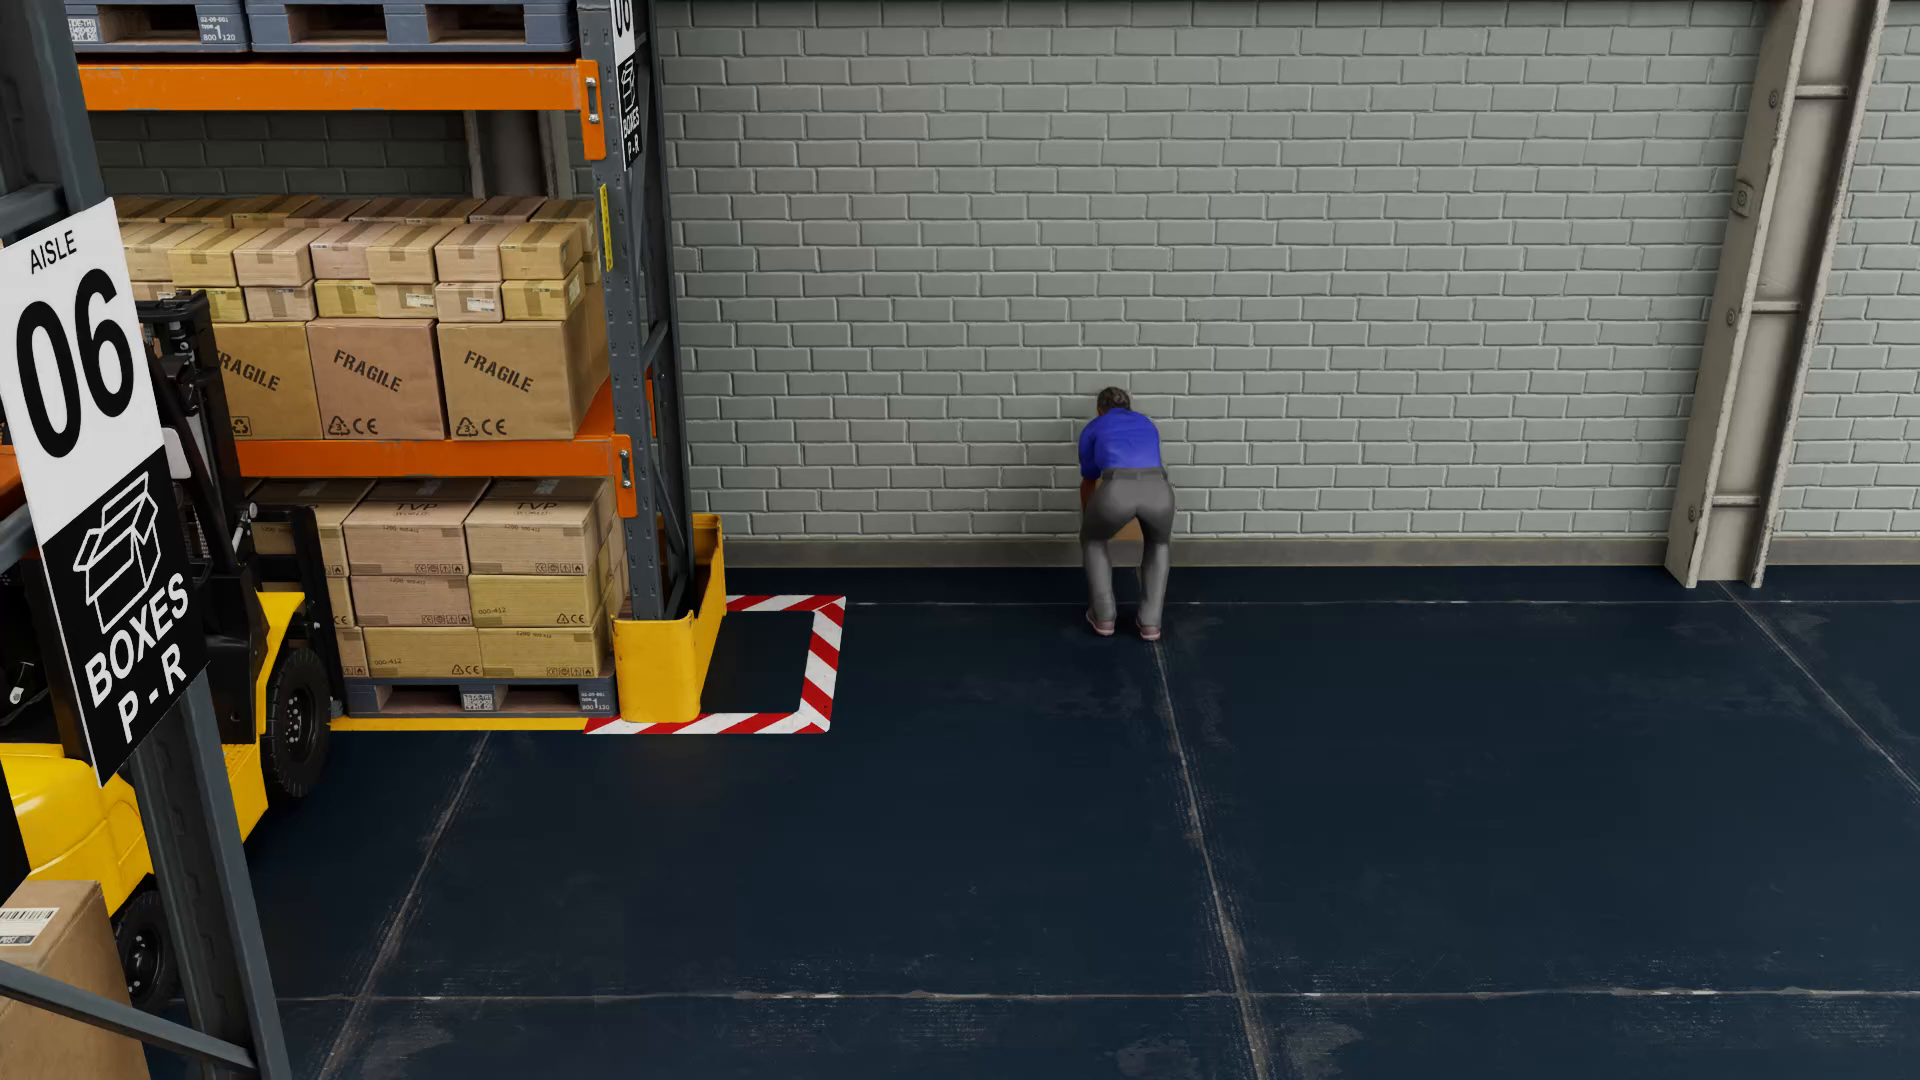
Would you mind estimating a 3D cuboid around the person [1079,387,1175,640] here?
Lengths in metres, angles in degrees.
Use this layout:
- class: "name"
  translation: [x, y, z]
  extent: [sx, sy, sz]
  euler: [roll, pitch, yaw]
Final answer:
- class: "person"
  translation: [0.798, -0.122, 8.082]
  extent: [0.439, 1.085, 0.854]
  euler: [-1, 24, -3]
